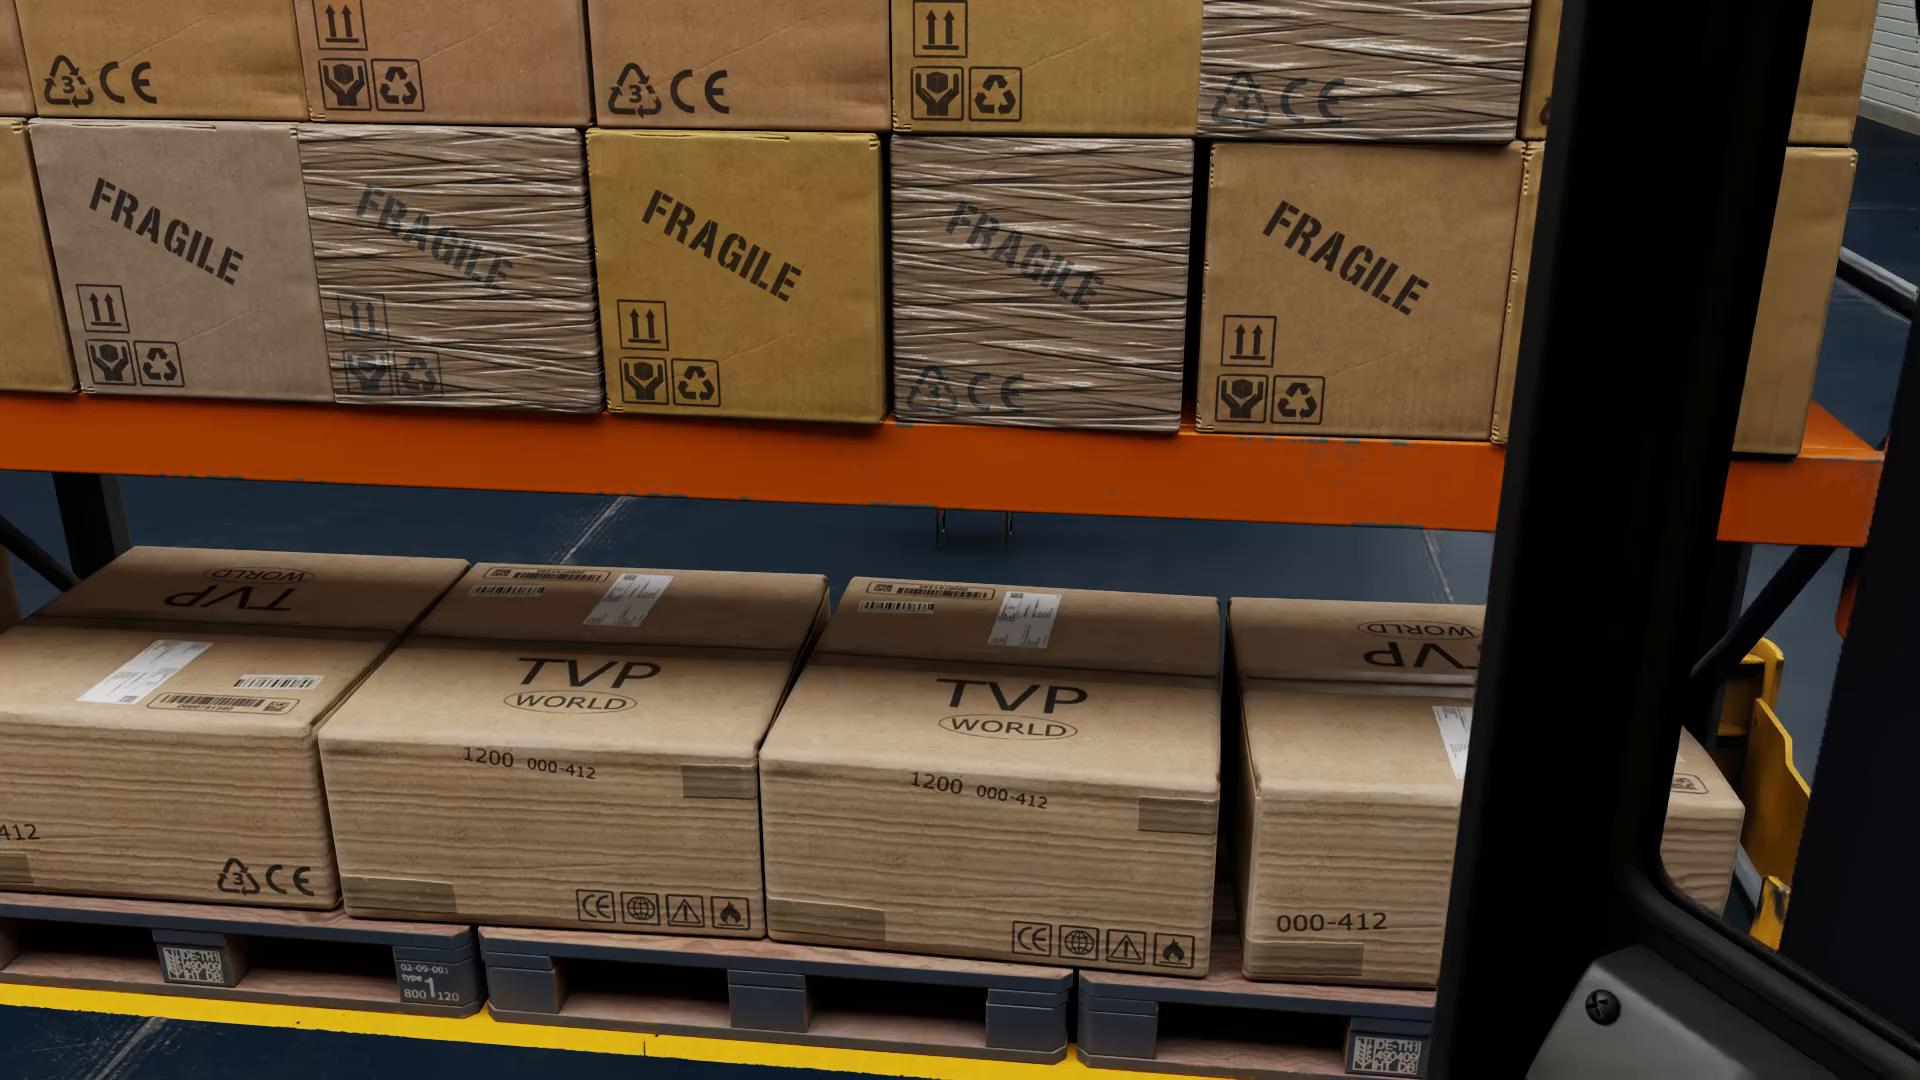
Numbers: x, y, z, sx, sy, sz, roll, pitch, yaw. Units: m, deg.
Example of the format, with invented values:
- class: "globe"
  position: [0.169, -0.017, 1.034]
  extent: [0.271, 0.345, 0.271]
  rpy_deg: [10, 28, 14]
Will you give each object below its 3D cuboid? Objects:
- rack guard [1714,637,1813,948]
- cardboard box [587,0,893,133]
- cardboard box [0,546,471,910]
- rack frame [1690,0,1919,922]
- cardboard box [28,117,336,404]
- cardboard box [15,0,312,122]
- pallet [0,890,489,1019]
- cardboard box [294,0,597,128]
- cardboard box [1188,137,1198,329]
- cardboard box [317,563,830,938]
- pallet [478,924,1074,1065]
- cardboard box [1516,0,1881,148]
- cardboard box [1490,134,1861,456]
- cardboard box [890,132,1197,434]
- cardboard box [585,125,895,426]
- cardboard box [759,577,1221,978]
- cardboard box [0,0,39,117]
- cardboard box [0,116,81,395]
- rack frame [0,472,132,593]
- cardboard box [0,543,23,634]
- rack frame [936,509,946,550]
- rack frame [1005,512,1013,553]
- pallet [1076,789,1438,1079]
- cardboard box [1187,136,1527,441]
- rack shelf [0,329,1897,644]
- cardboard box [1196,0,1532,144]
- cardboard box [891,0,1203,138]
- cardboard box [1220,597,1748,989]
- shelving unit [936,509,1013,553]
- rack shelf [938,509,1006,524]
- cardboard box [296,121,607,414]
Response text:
- class: "rack guard"
  position: [1.710, 0.664, 3.581]
  extent: [0.348, 0.500, 1.175]
  rpy_deg: [2, 22, 6]
- class: "cardboard box"
  position: [-0.333, -1.002, 2.899]
  extent: [0.500, 0.500, 0.500]
  rpy_deg: [2, 22, 6]
- class: "cardboard box"
  position: [-1.676, 0.390, 3.788]
  extent: [0.875, 0.438, 0.875]
  rpy_deg: [2, 22, 6]
- class: "rack frame"
  position: [1.686, -0.500, 3.124]
  extent: [0.127, 3.000, 1.000]
  rpy_deg: [2, 22, 6]
- class: "cardboard box"
  position: [-1.352, -0.580, 3.192]
  extent: [0.500, 0.500, 0.500]
  rpy_deg: [3, 22, 7]
- class: "cardboard box"
  position: [-1.341, -1.051, 3.023]
  extent: [0.500, 0.500, 0.500]
  rpy_deg: [2, 22, 6]
- class: "pallet"
  position: [-1.541, 0.685, 3.919]
  extent: [1.213, 0.211, 1.003]
  rpy_deg: [2, 22, 6]
- class: "cardboard box"
  position: [-0.834, -1.025, 2.957]
  extent: [0.500, 0.500, 0.500]
  rpy_deg: [3, 22, 7]
- class: "cardboard box"
  position: [0.737, -0.684, 3.453]
  extent: [0.500, 0.500, 0.500]
  rpy_deg: [2, 22, 6]
- class: "cardboard box"
  position: [-0.786, 0.428, 3.691]
  extent: [0.875, 0.438, 0.875]
  rpy_deg: [2, 22, 5]
- class: "pallet"
  position: [-0.326, 0.737, 3.788]
  extent: [1.213, 0.211, 1.003]
  rpy_deg: [2, 22, 6]
- class: "cardboard box"
  position: [1.179, -0.945, 2.755]
  extent: [0.500, 0.500, 0.500]
  rpy_deg: [3, 22, 8]
- class: "cardboard box"
  position: [1.176, -0.471, 2.914]
  extent: [0.500, 0.500, 0.500]
  rpy_deg: [3, 22, 7]
- class: "cardboard box"
  position: [0.167, -0.517, 3.030]
  extent: [0.500, 0.500, 0.500]
  rpy_deg: [3, 22, 8]
- class: "cardboard box"
  position: [-0.347, -0.534, 3.075]
  extent: [0.500, 0.500, 0.500]
  rpy_deg: [3, 22, 8]
- class: "cardboard box"
  position: [0.109, 0.468, 3.591]
  extent: [0.875, 0.438, 0.875]
  rpy_deg: [3, 22, 8]
- class: "cardboard box"
  position: [-1.842, -1.075, 3.084]
  extent: [0.500, 0.500, 0.500]
  rpy_deg: [3, 22, 7]
- class: "cardboard box"
  position: [-1.851, -0.604, 3.251]
  extent: [0.500, 0.500, 0.500]
  rpy_deg: [3, 22, 8]
- class: "rack frame"
  position: [-2.286, -0.673, 3.562]
  extent: [0.127, 3.000, 1.000]
  rpy_deg: [2, 22, 6]
- class: "cardboard box"
  position: [-2.912, 0.122, 3.870]
  extent: [0.875, 0.875, 0.875]
  rpy_deg: [3, 22, 8]
- class: "rack frame"
  position: [-0.068, -0.491, 5.754]
  extent: [0.008, 1.050, 0.200]
  rpy_deg: [2, 22, 6]
- class: "rack frame"
  position: [0.174, -0.481, 5.728]
  extent: [0.008, 1.050, 0.200]
  rpy_deg: [2, 22, 6]
- class: "pallet"
  position: [0.883, 0.791, 3.652]
  extent: [1.213, 0.211, 1.003]
  rpy_deg: [2, 22, 6]
- class: "cardboard box"
  position: [0.679, -0.498, 2.983]
  extent: [0.500, 0.500, 0.500]
  rpy_deg: [2, 22, 5]
- class: "rack shelf"
  position: [-0.300, -0.252, 3.476]
  extent: [4.000, 0.370, 1.077]
  rpy_deg: [2, 22, 6]
- class: "cardboard box"
  position: [0.657, -0.957, 2.785]
  extent: [0.500, 0.500, 0.500]
  rpy_deg: [3, 22, 6]
- class: "cardboard box"
  position: [0.166, -0.980, 2.842]
  extent: [0.500, 0.500, 0.500]
  rpy_deg: [2, 22, 6]
- class: "cardboard box"
  position: [1.019, 0.504, 3.498]
  extent: [0.875, 0.438, 0.875]
  rpy_deg: [2, 22, 4]
- class: "shelving unit"
  position: [0.053, -0.486, 5.741]
  extent: [0.252, 1.050, 0.215]
  rpy_deg: [2, 22, 6]
- class: "rack shelf"
  position: [0.053, -0.218, 5.847]
  extent: [0.240, 0.259, 0.215]
  rpy_deg: [2, 22, 6]
- class: "cardboard box"
  position: [-0.859, -0.556, 3.131]
  extent: [0.500, 0.500, 0.500]
  rpy_deg: [3, 22, 7]
